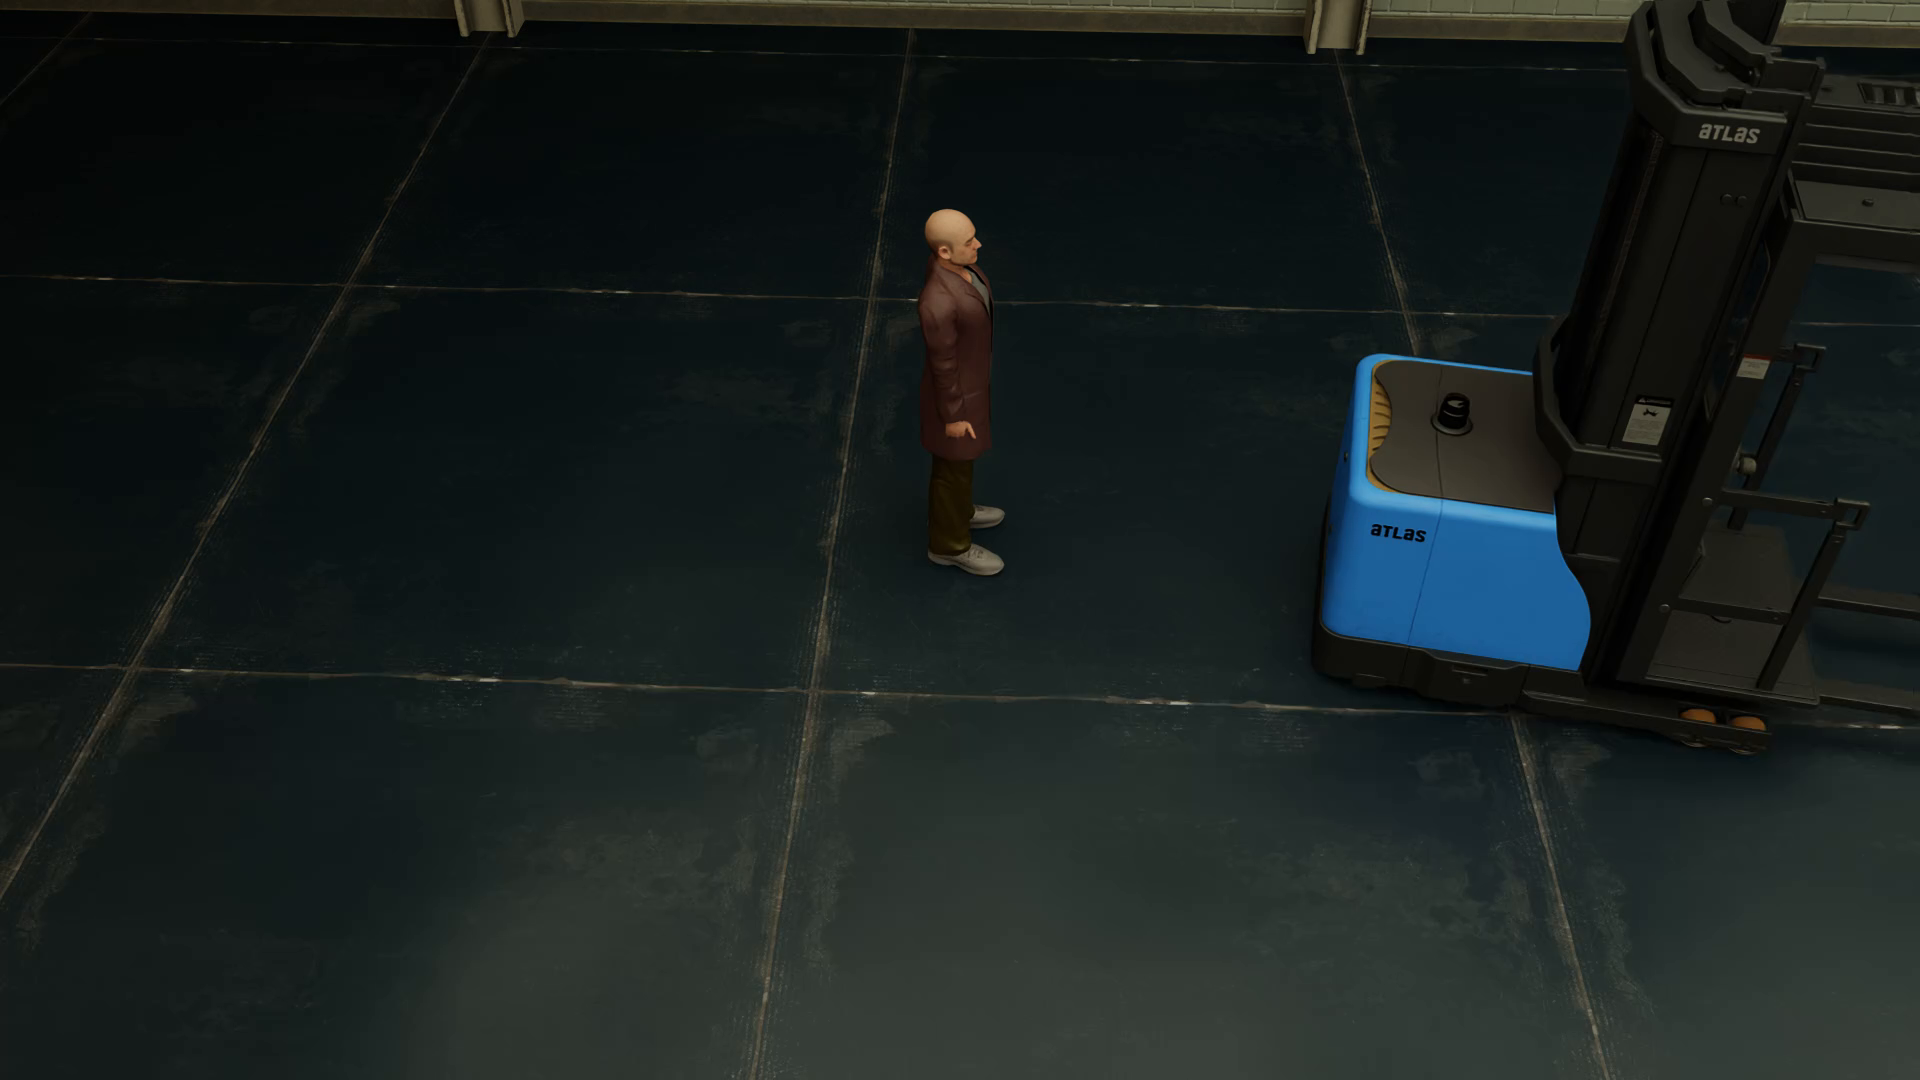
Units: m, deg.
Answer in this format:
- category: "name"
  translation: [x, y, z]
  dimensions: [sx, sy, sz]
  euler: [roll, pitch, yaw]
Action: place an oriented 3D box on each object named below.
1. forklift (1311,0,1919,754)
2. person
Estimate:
- category: "forklift"
  translation: [3.100, -0.583, 6.381]
  dimensions: [3.031, 2.935, 1.130]
  euler: [8, 43, 9]
- category: "person"
  translation: [0.020, -0.665, 7.323]
  dimensions: [0.390, 1.782, 0.551]
  euler: [2, 42, 2]
